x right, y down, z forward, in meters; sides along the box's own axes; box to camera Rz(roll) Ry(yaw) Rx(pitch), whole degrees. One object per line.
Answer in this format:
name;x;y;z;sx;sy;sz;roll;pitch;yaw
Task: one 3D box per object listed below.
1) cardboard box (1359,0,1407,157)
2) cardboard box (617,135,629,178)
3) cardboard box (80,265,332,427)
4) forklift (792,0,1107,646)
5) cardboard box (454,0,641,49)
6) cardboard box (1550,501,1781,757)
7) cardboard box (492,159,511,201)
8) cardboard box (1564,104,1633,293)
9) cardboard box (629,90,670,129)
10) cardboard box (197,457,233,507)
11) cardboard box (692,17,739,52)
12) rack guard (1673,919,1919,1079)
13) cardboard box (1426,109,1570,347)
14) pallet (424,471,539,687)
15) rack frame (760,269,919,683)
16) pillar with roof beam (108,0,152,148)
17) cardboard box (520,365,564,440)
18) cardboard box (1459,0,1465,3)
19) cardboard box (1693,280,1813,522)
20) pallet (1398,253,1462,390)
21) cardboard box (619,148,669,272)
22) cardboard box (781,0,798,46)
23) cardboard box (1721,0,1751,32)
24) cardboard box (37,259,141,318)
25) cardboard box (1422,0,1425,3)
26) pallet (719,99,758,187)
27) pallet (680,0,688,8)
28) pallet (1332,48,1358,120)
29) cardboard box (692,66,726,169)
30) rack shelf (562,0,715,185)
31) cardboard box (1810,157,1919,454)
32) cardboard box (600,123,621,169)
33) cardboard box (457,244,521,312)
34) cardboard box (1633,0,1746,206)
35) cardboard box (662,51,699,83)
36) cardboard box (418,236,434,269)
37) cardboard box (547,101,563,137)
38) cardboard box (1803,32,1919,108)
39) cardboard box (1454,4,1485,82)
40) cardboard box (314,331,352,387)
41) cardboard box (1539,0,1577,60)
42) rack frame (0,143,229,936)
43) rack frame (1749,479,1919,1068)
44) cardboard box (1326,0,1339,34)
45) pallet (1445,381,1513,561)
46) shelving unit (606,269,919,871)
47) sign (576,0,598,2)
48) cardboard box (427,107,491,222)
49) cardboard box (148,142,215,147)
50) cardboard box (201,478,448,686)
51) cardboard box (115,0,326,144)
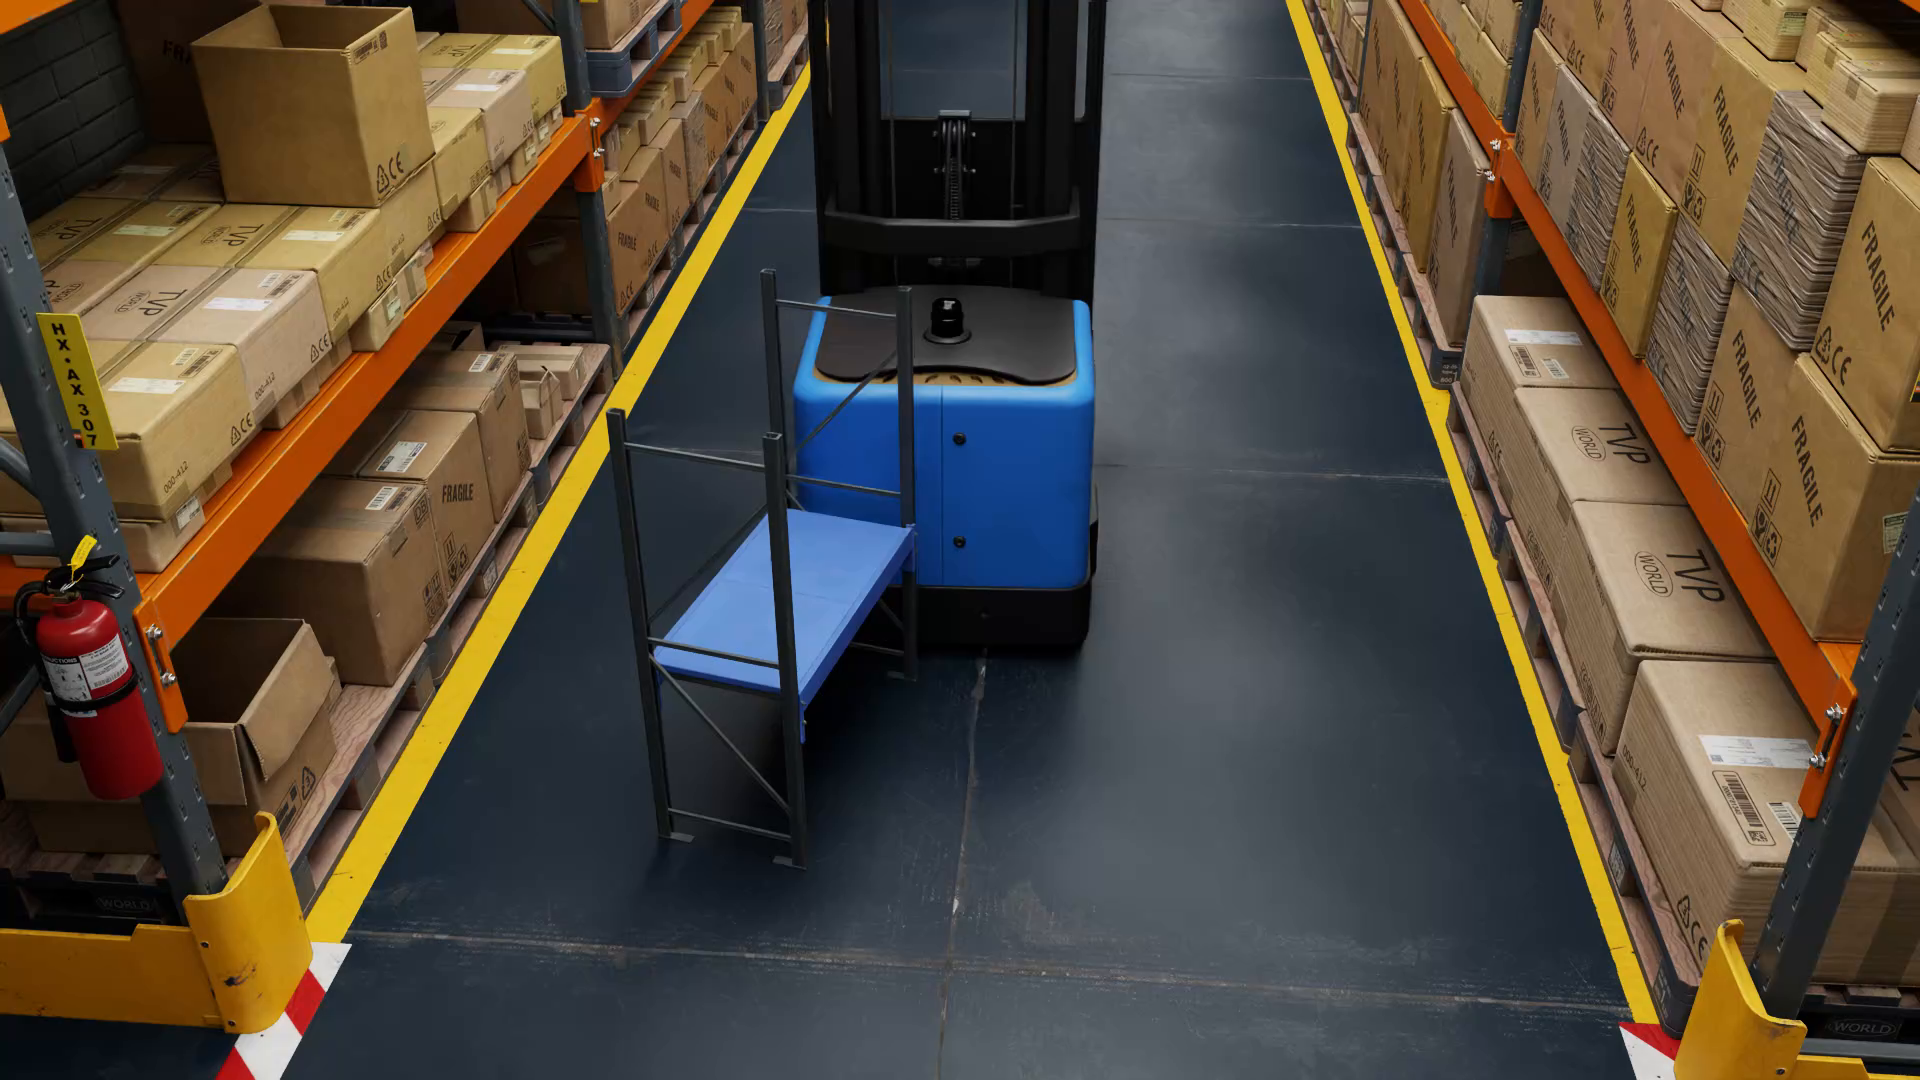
cardboard box;2.996;-2.886;10.199;0.875;0.875;0.875;2;32;4
cardboard box;-1.889;-1.938;8.399;0.380;0.149;0.250;1;32;1
cardboard box;-2.118;-0.548;4.640;0.500;0.250;0.500;3;32;5
forklift;-0.002;-1.607;6.564;1.130;2.935;3.031;1;32;2
cardboard box;-1.876;-2.553;7.537;0.700;0.500;0.500;3;32;5
cardboard box;2.504;0.298;5.450;0.875;0.438;0.875;3;32;5
cardboard box;-1.957;-1.393;6.391;0.380;0.149;0.250;3;32;5
cardboard box;2.418;-1.163;5.683;0.500;0.500;0.500;3;32;4
cardboard box;-1.800;-2.340;9.052;0.380;0.149;0.250;4;32;6
cardboard box;-2.189;-0.184;4.430;0.380;0.149;0.250;3;32;5
cardboard box;-1.592;-3.157;10.378;0.380;0.149;0.250;1;32;1
rack guard;2.482;1.291;4.179;1.175;0.500;0.348;2;32;4
cardboard box;2.780;-1.480;7.917;0.875;0.875;0.875;3;32;6
pallet;-2.292;0.098;6.390;1.003;0.211;1.213;2;32;4
rack frame;-0.391;-0.178;5.609;0.500;1.500;0.032;10;33;15
pillar with roof beam;1.197;-4.132;4.878;9.100;9.000;0.400;2;32;4
cardboard box;-1.920;-0.612;7.090;0.396;0.266;0.258;4;32;6
cardboard box;2.672;-2.800;8.102;0.500;0.250;0.500;3;32;5
cardboard box;2.315;-0.354;4.370;0.500;0.500;0.500;2;32;3
pallet;2.797;-1.097;8.329;1.003;0.211;1.213;2;32;4
cardboard box;-1.841;-1.725;8.672;0.500;0.500;0.500;2;32;3
cardboard box;-1.703;-4.015;12.269;0.875;0.625;0.625;3;32;6
cardboard box;2.403;-1.533;4.711;0.380;0.149;0.250;3;32;6
cardboard box;-2.648;-0.580;4.692;0.500;0.250;0.500;3;32;4
cardboard box;2.772;-3.117;9.092;0.500;0.250;0.500;3;32;6
pallet;-1.911;-2.603;10.773;1.003;0.211;1.213;2;32;4
pallet;-1.966;-3.081;9.073;1.003;0.211;1.213;2;32;4
pallet;3.200;-3.191;11.726;1.003;0.211;1.213;2;32;4
cardboard box;-1.724;-2.529;9.977;0.500;0.500;0.500;4;32;6
rack shelf;-1.975;-2.827;9.164;1.077;0.370;4.000;2;32;4
cardboard box;2.286;-0.517;3.681;0.500;0.500;0.500;3;32;6
cardboard box;-1.870;-1.919;8.086;0.380;0.149;0.250;1;32;2
cardboard box;-2.393;-1.472;8.261;0.500;0.500;0.500;2;32;4
cardboard box;2.385;-1.313;4.972;0.500;0.500;0.500;2;32;4
cardboard box;-1.744;-2.755;9.725;0.380;0.149;0.250;2;32;3
cardboard box;-2.056;-0.997;5.749;0.380;0.149;0.250;2;32;4
cardboard box;-1.912;-1.803;7.057;0.380;0.149;0.250;3;32;5
cardboard box;2.309;-1.129;4.056;0.380;0.149;0.250;3;32;5
cardboard box;2.637;-2.325;7.807;0.500;0.250;0.500;2;32;3
cardboard box;-2.105;-0.592;5.091;0.380;0.149;0.250;3;32;5
cardboard box;2.529;-2.107;6.262;0.500;0.500;0.500;3;32;4
rack frame;-2.464;0.004;3.885;1.000;3.000;0.127;2;32;4
rack frame;2.480;0.214;3.544;0.949;2.616;0.053;2;32;4
cardboard box;3.310;-4.107;12.660;0.950;0.372;0.625;3;32;6
pallet;2.669;-0.296;7.030;1.003;0.211;1.213;2;32;4
shelving unit;-0.549;0.076;5.197;0.538;1.500;1.048;10;33;15
sign;-1.597;-2.437;7.021;0.100;0.325;0.005;2;32;4
cardboard box;-2.016;-1.351;5.943;0.500;0.250;0.500;2;32;4
cardboard box;-2.526;-1.371;5.975;0.500;0.250;0.500;3;32;5
cardboard box;-2.211;0.128;5.665;0.700;0.500;0.500;4;32;6
cardboard box;-2.525;-1.703;5.798;0.500;0.500;0.500;2;32;3
